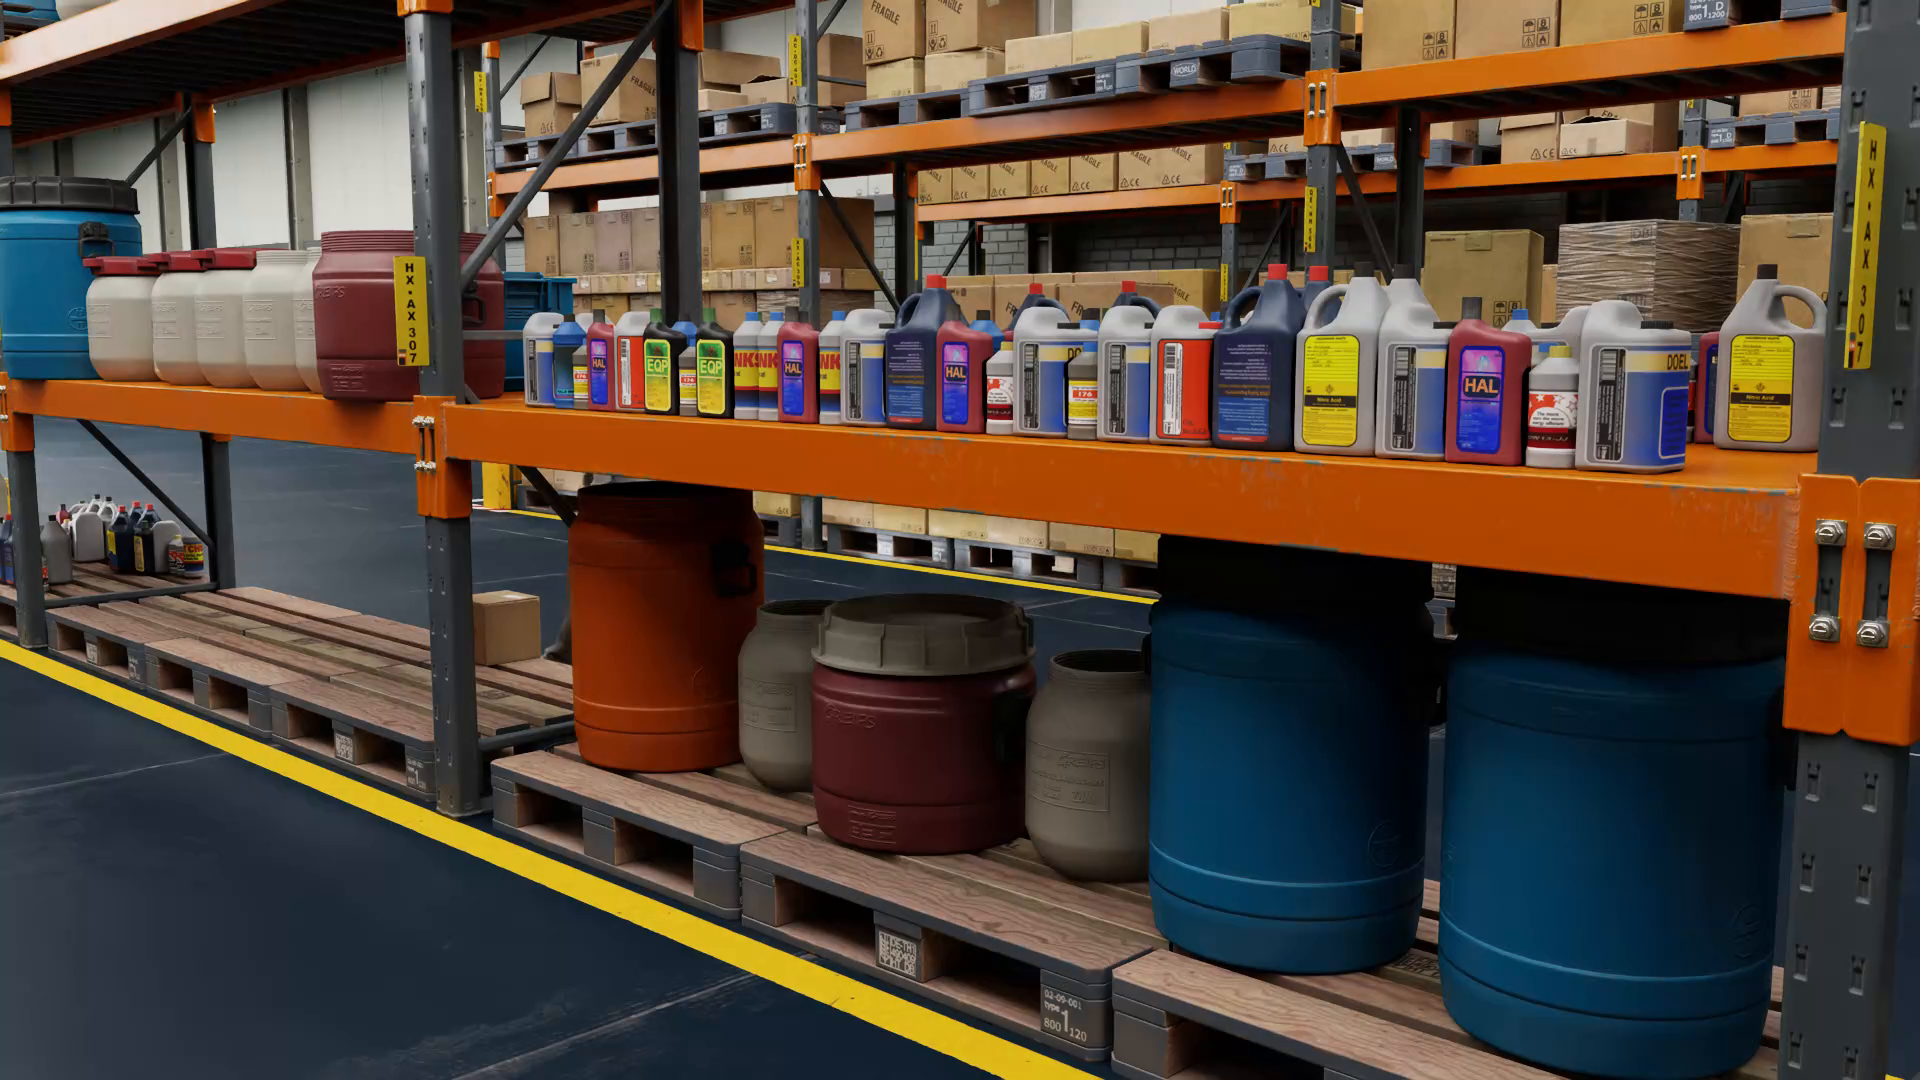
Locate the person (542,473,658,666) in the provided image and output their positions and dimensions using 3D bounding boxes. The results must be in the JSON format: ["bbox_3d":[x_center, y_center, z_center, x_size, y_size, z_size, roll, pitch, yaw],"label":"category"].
[{"bbox_3d":[-1.462,-0.125,6.889,0.960,1.532,0.437,0,7,2],"label":"person"}]
